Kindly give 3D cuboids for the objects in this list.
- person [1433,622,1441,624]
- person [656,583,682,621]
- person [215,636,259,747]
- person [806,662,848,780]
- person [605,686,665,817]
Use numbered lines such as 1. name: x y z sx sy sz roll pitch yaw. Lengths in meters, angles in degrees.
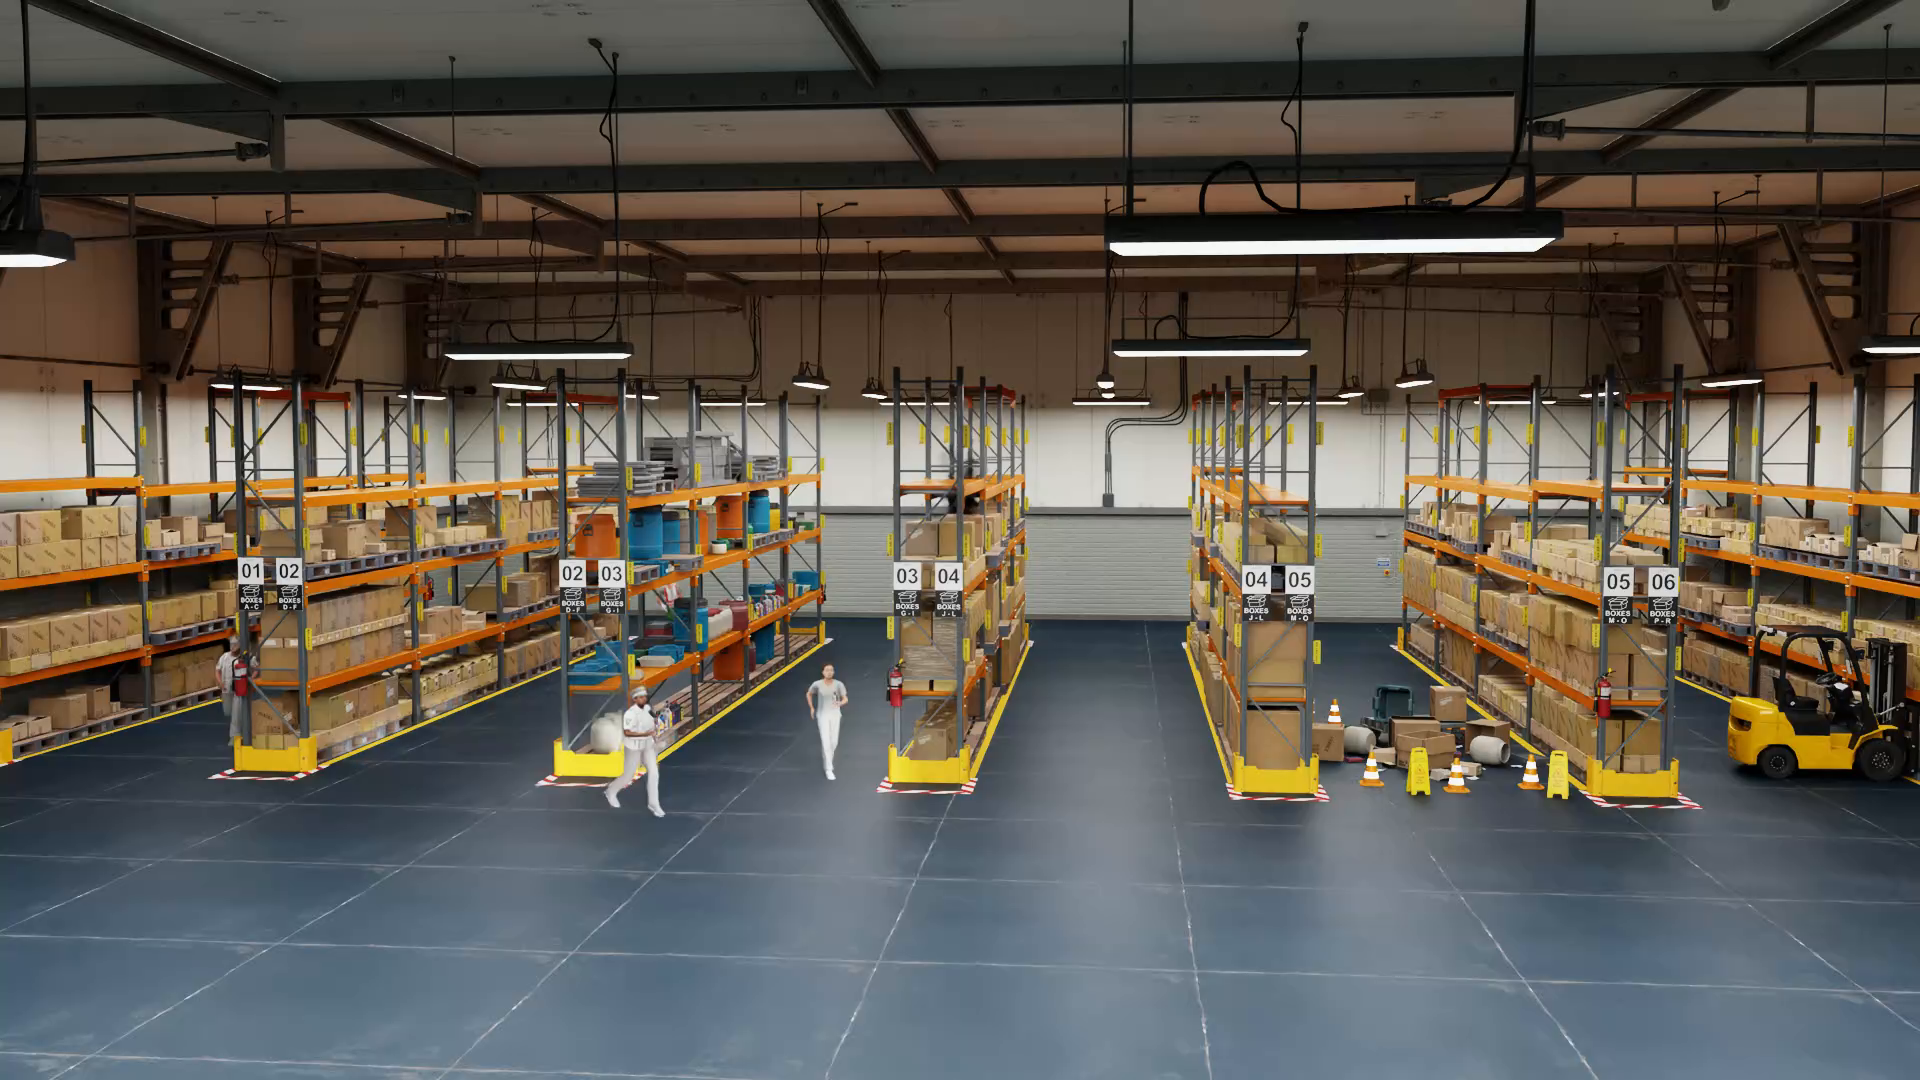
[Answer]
1. person: 11.590 1.741 40.026 0.731 1.580 0.542 3 5 43
2. person: -7.040 1.637 40.365 0.707 1.718 0.577 -2 4 -27
3. person: -11.902 2.453 27.341 0.642 1.783 1.032 0 4 -3
4. person: -1.943 2.622 24.461 0.577 1.656 0.965 -1 4 -15
5. person: -4.291 2.783 22.104 0.905 1.732 0.588 3 5 38
